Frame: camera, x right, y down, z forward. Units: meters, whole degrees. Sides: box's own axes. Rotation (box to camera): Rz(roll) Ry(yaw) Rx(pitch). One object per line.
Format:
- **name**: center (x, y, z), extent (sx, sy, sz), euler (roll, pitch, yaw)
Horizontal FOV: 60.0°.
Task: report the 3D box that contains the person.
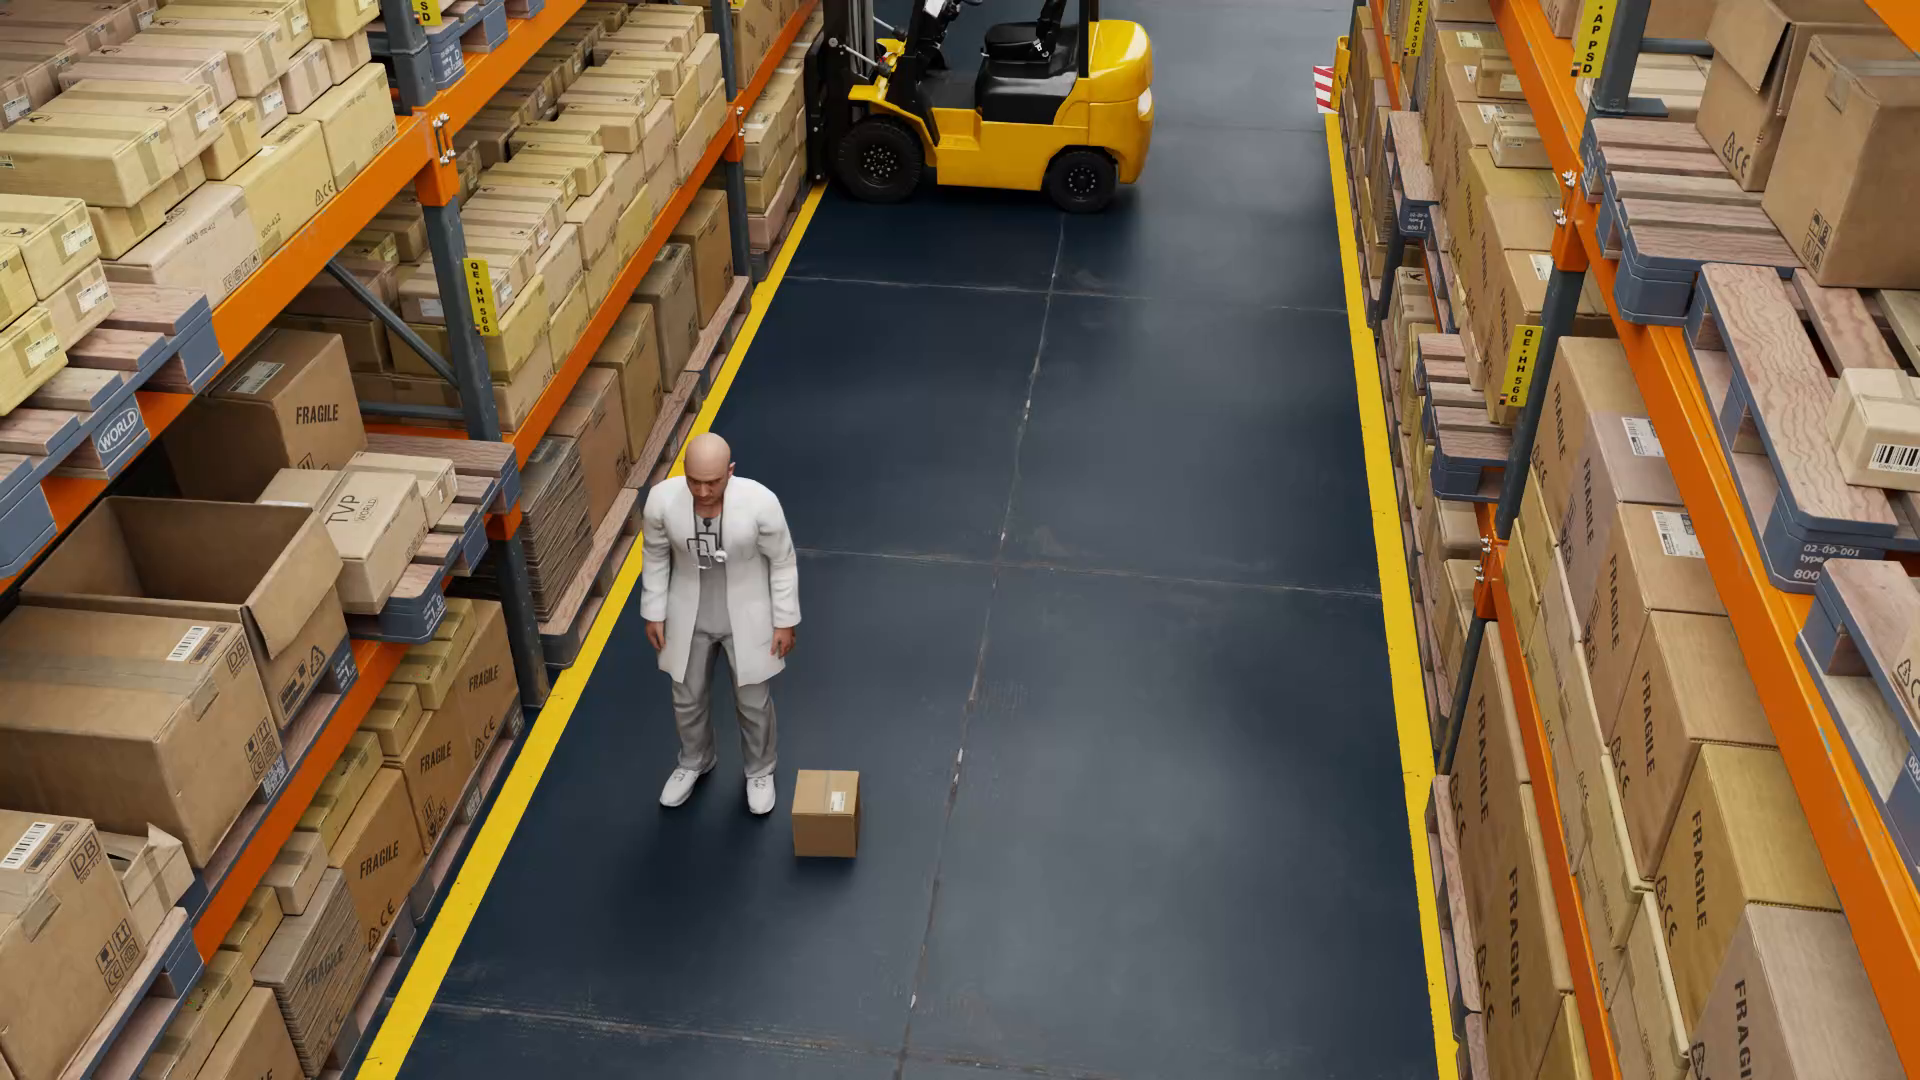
- **person**: center (-0.950, 0.319, 6.612), extent (0.646, 1.772, 0.428), euler (3, 36, 4)
